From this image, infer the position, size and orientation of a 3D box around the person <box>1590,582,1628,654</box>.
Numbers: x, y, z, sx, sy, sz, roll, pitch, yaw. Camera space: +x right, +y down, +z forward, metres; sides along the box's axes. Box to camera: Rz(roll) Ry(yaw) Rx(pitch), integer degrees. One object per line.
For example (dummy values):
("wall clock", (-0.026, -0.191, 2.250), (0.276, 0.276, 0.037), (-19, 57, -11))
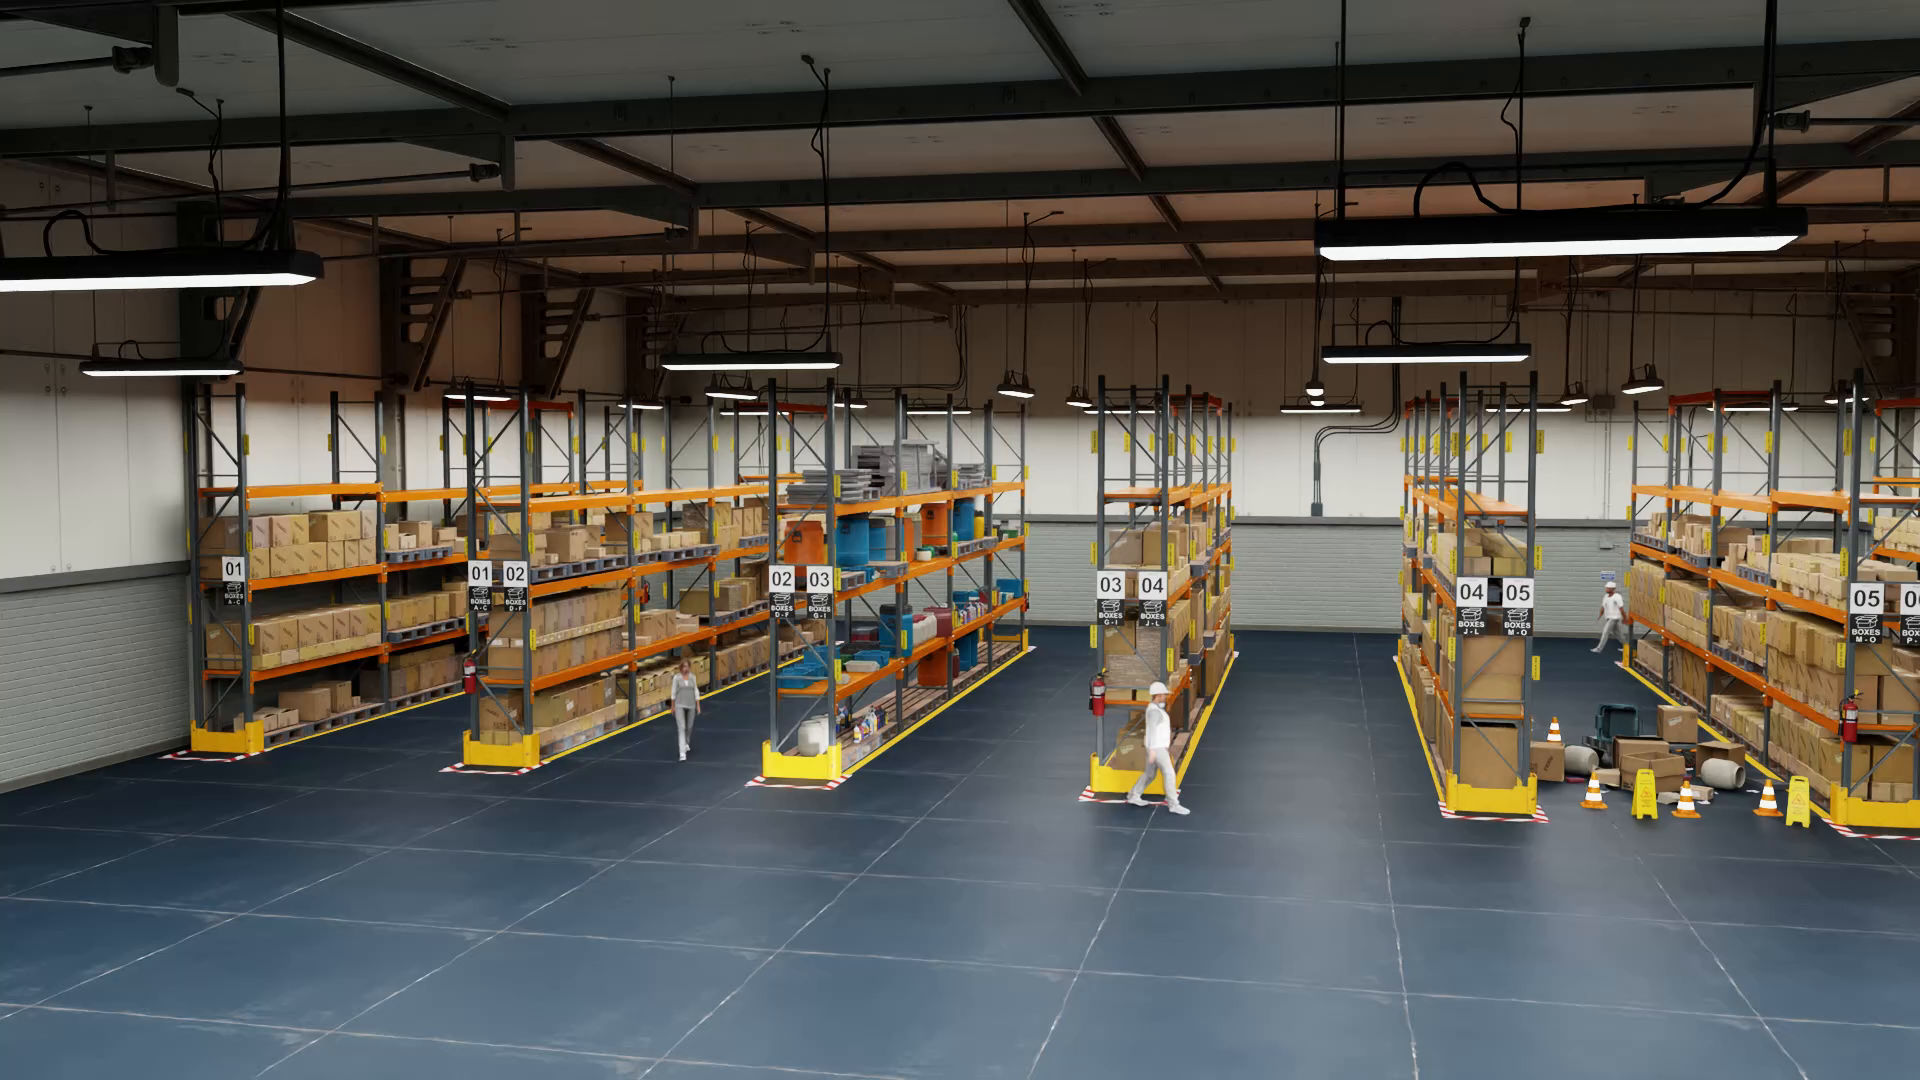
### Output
("person", (15.655, 1.829, 39.866), (0.921, 1.647, 0.587), (0, 3, -4))

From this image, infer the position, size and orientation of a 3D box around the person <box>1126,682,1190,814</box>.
("person", (2.718, 2.828, 22.824), (0.852, 1.755, 0.561), (0, 3, 4))

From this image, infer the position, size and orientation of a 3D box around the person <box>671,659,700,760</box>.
("person", (-4.411, 2.688, 26.721), (0.434, 1.572, 0.842), (-2, 4, -26))
